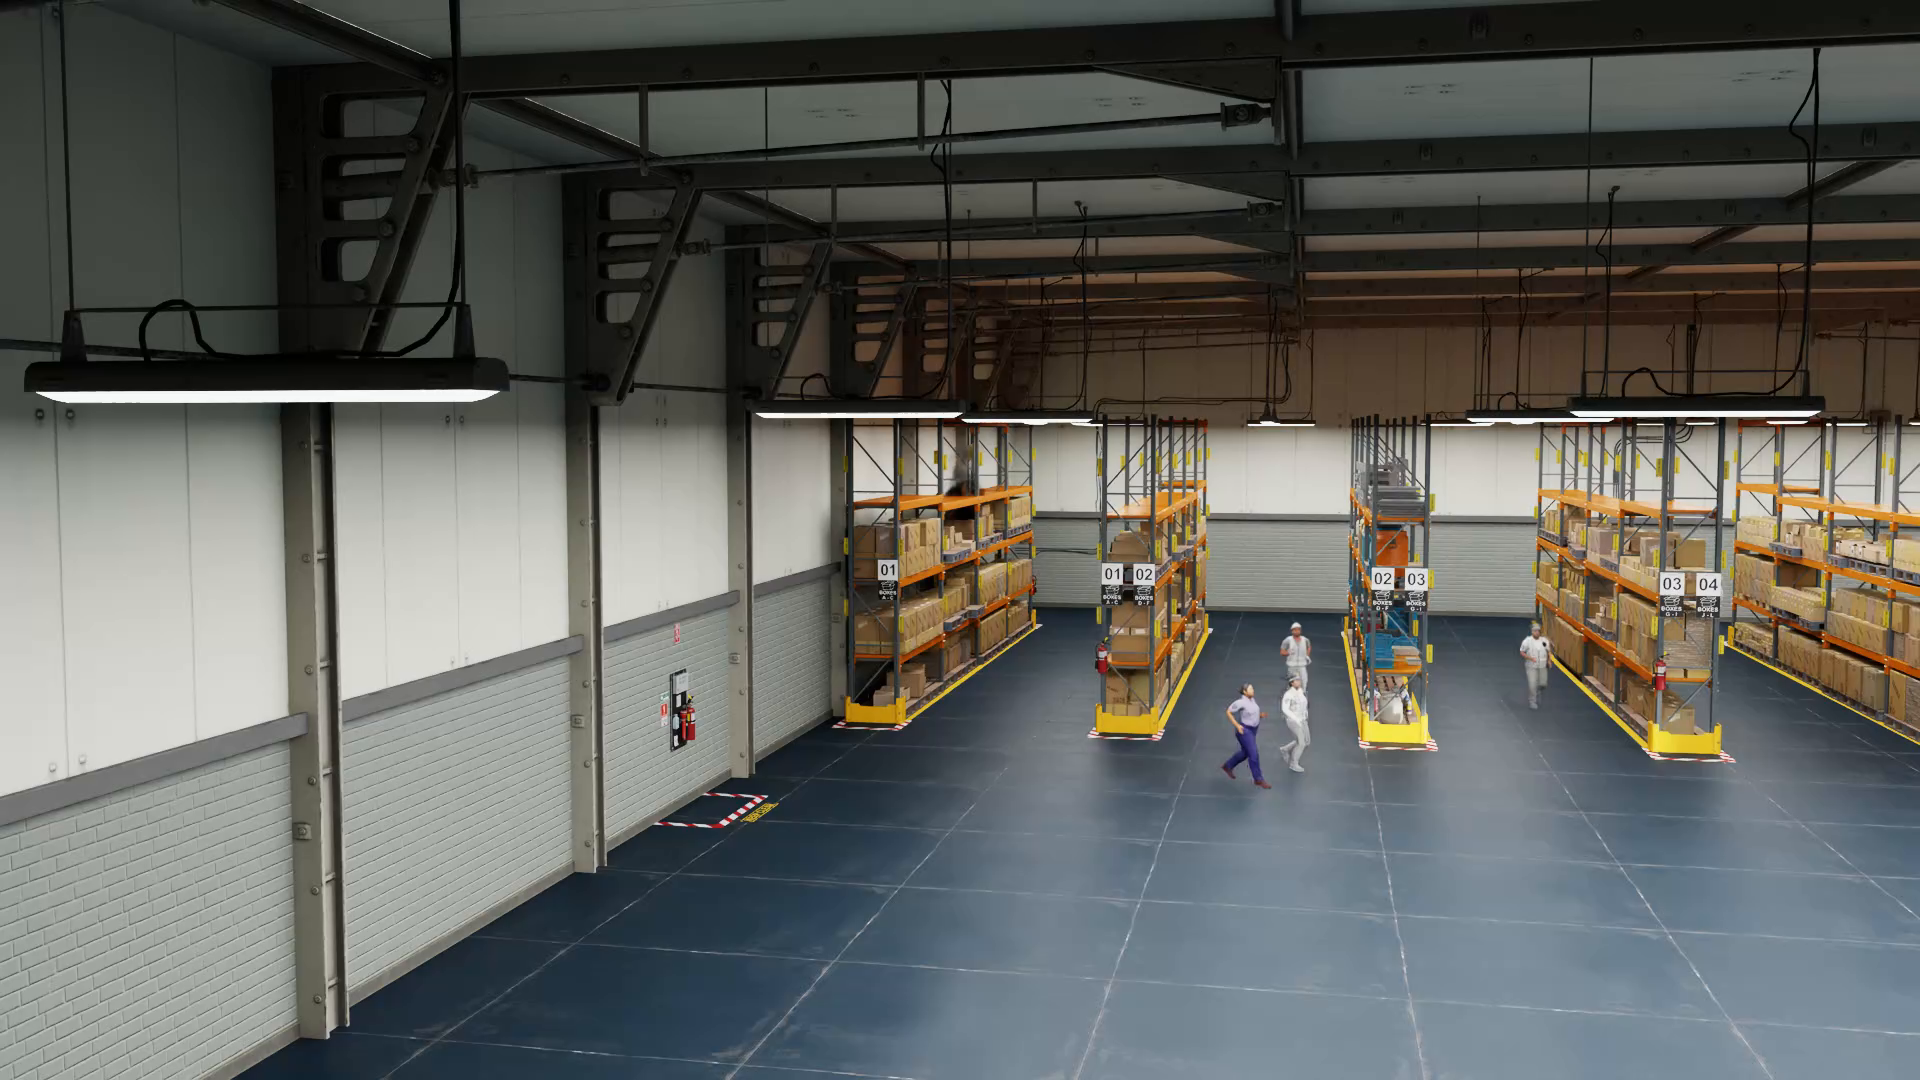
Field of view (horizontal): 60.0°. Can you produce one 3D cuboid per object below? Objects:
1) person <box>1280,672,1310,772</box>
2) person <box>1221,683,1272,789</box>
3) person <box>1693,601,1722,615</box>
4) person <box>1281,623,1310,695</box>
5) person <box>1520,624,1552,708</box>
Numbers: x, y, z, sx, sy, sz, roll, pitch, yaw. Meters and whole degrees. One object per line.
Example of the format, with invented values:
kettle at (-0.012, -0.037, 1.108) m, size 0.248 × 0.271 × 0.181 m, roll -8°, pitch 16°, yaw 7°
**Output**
person at (5.634, 3.041, 27.935) m, size 0.459 × 1.668 × 0.618 m, roll 3°, pitch 5°, yaw 42°
person at (4.605, 3.105, 26.658) m, size 0.921 × 1.643 × 0.603 m, roll 2°, pitch 5°, yaw 32°
person at (18.643, 2.059, 41.578) m, size 0.723 × 1.751 × 0.960 m, roll 1°, pitch 4°, yaw 15°
person at (6.778, 2.585, 33.539) m, size 0.638 × 1.840 × 0.774 m, roll 0°, pitch 4°, yaw 3°
person at (11.832, 2.584, 34.102) m, size 0.658 × 1.743 × 0.565 m, roll 0°, pitch 4°, yaw 6°
